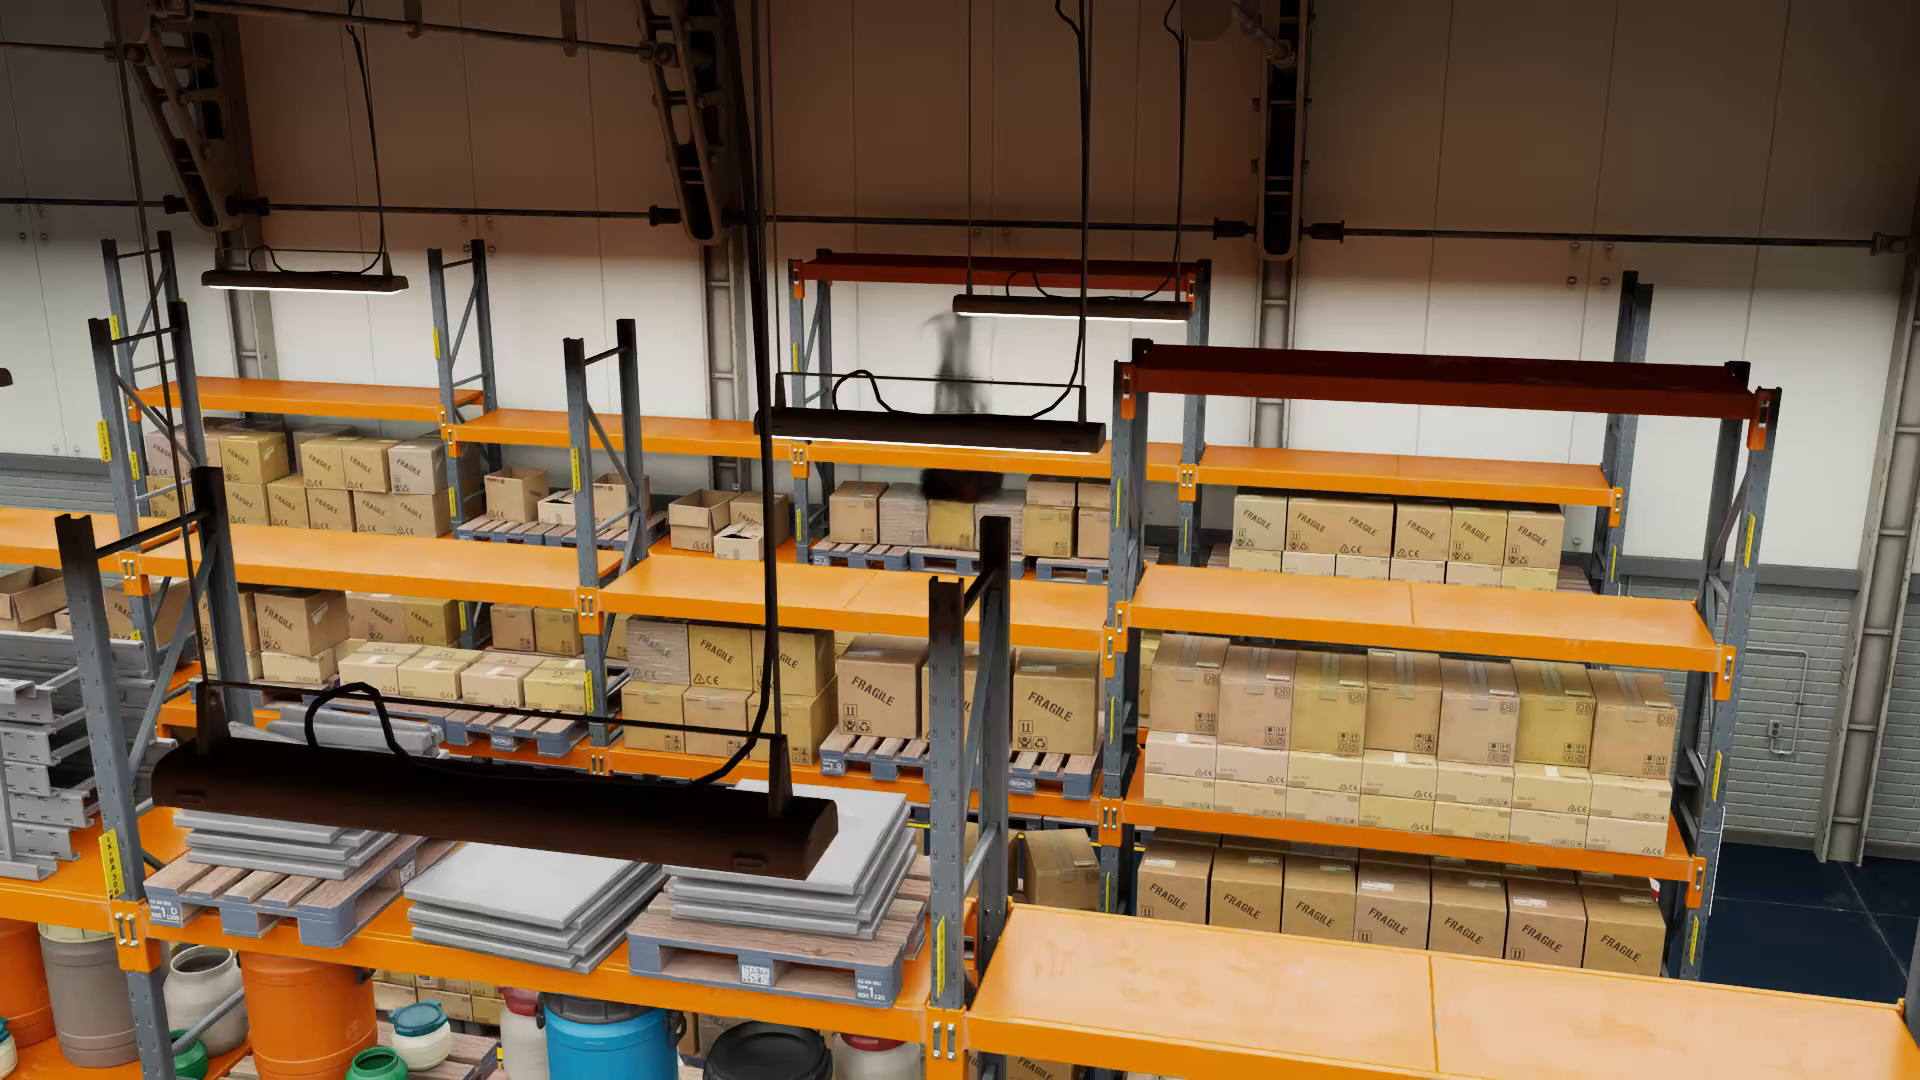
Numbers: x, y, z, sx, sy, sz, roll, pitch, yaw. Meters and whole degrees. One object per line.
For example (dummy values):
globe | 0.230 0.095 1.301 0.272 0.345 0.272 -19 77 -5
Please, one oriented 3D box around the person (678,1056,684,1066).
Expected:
person | -2.132 3.972 11.921 1.042 1.717 0.746 3 17 9
